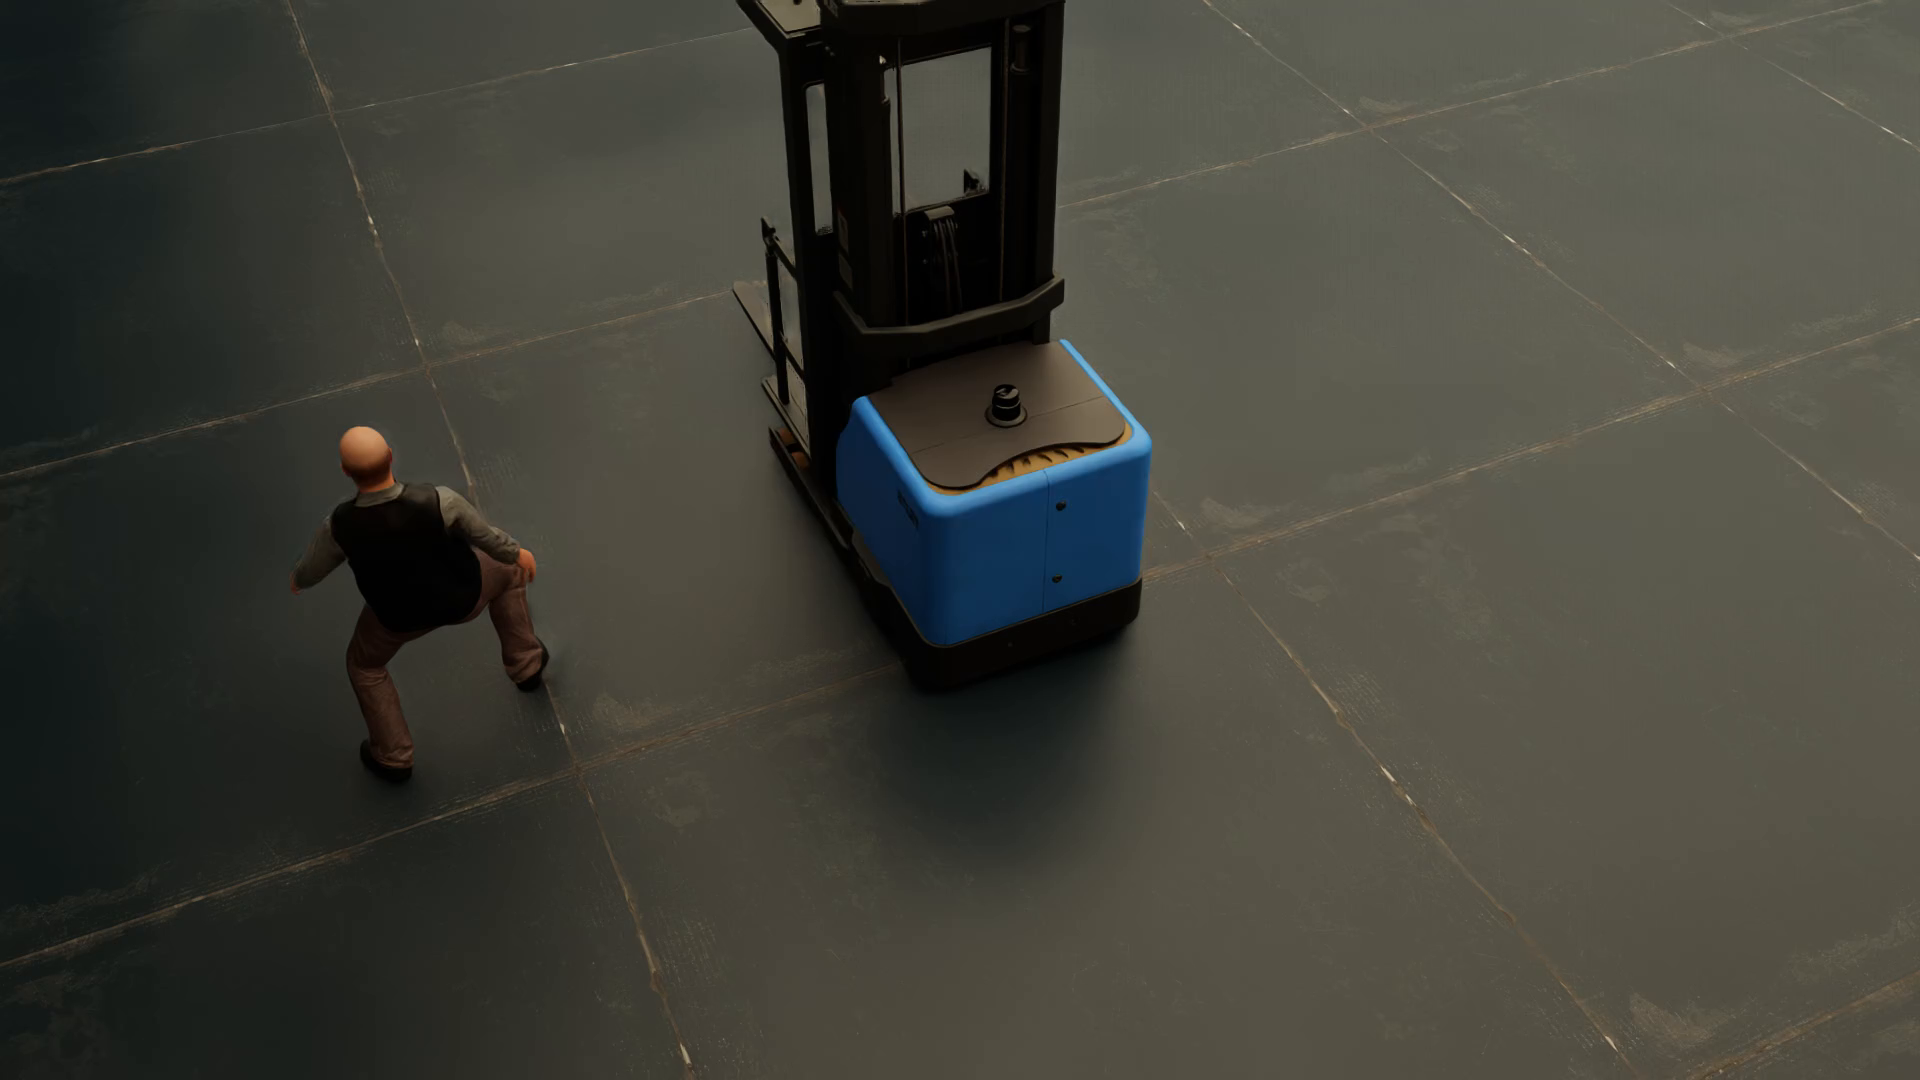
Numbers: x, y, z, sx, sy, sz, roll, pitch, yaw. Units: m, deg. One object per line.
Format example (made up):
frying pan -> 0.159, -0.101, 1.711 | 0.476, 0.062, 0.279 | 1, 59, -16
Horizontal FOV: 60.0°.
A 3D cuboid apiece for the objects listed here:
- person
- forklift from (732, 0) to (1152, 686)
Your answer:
person -> -2.140, 0.163, 6.508 | 0.936, 1.597, 0.639 | -11, 44, -12
forklift -> -0.287, -1.461, 7.245 | 1.130, 2.935, 3.031 | -18, 46, -18
